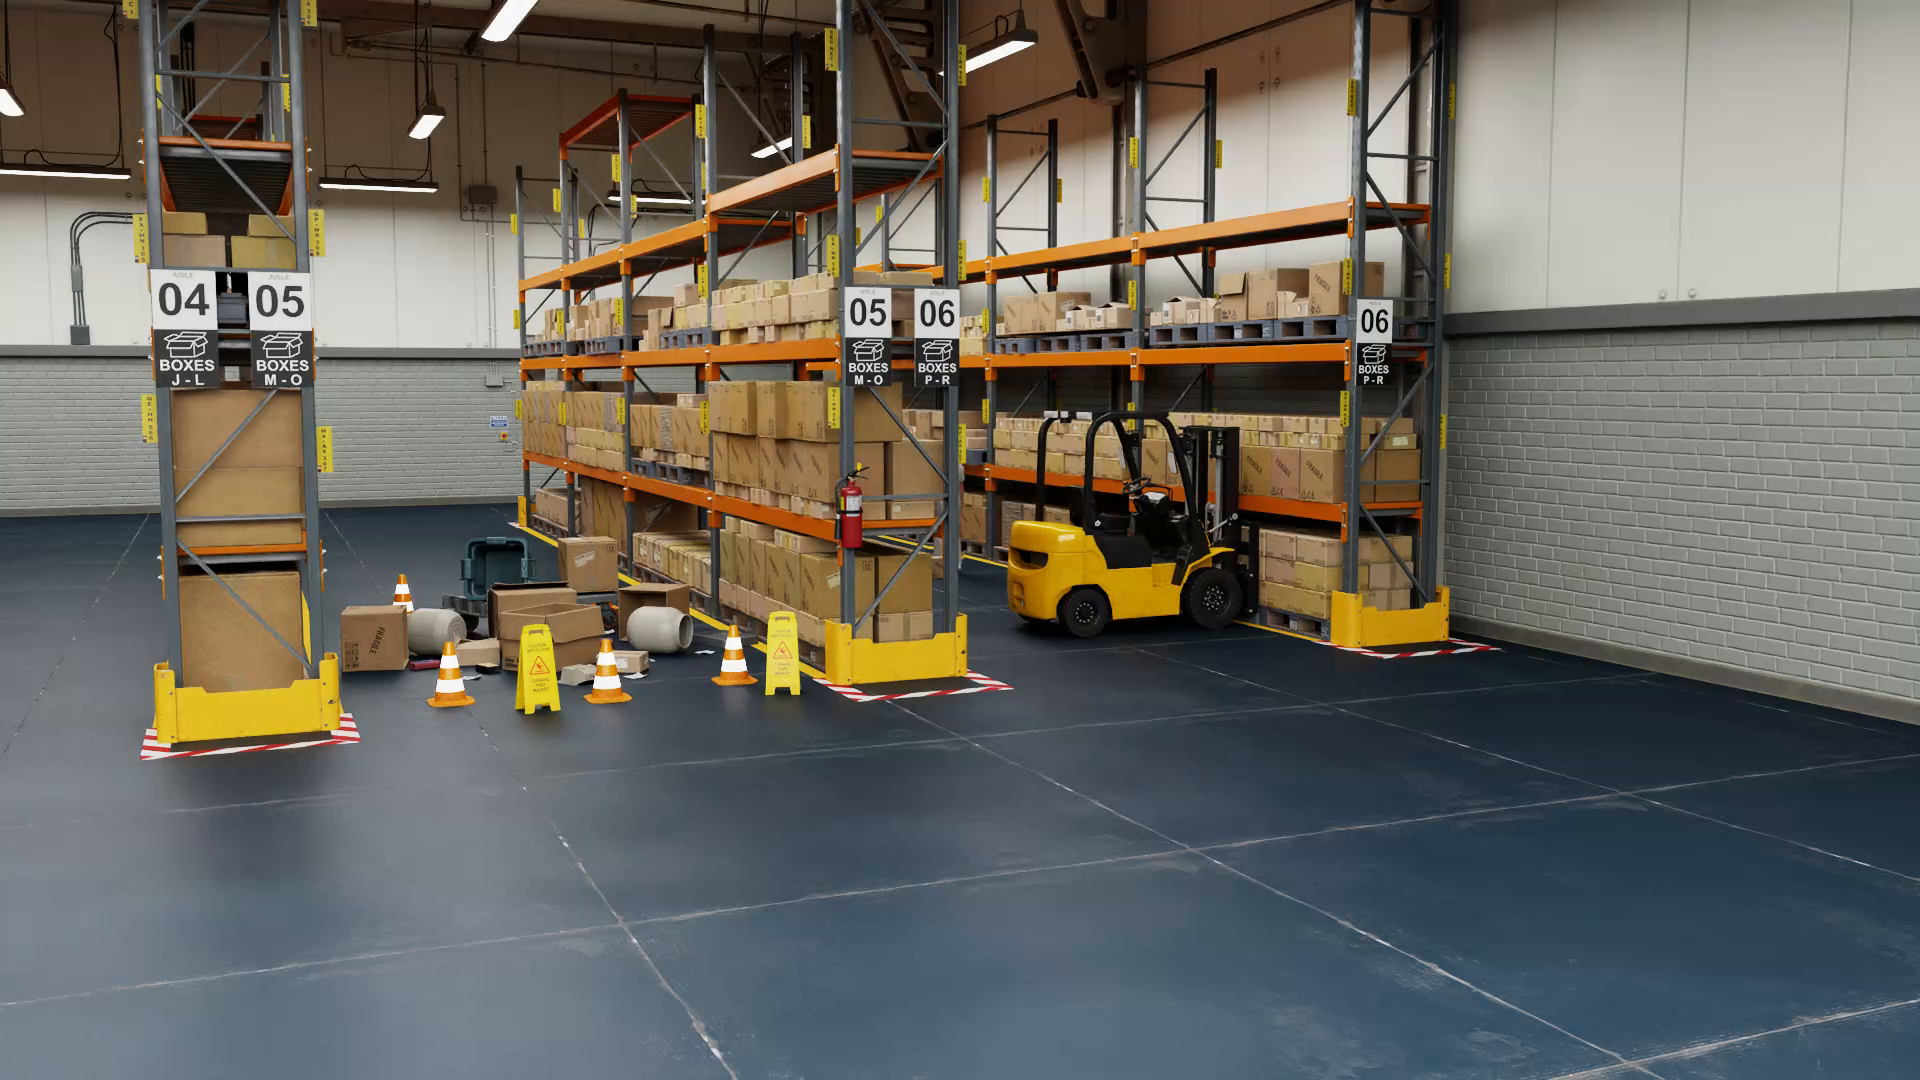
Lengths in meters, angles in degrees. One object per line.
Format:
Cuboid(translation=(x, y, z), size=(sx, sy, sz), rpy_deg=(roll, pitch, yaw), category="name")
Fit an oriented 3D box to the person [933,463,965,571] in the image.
Cuboid(translation=(-0.176, -0.427, 21.294), size=(0.492, 1.690, 0.480), rpy_deg=(-2, 6, -22), category="person")
